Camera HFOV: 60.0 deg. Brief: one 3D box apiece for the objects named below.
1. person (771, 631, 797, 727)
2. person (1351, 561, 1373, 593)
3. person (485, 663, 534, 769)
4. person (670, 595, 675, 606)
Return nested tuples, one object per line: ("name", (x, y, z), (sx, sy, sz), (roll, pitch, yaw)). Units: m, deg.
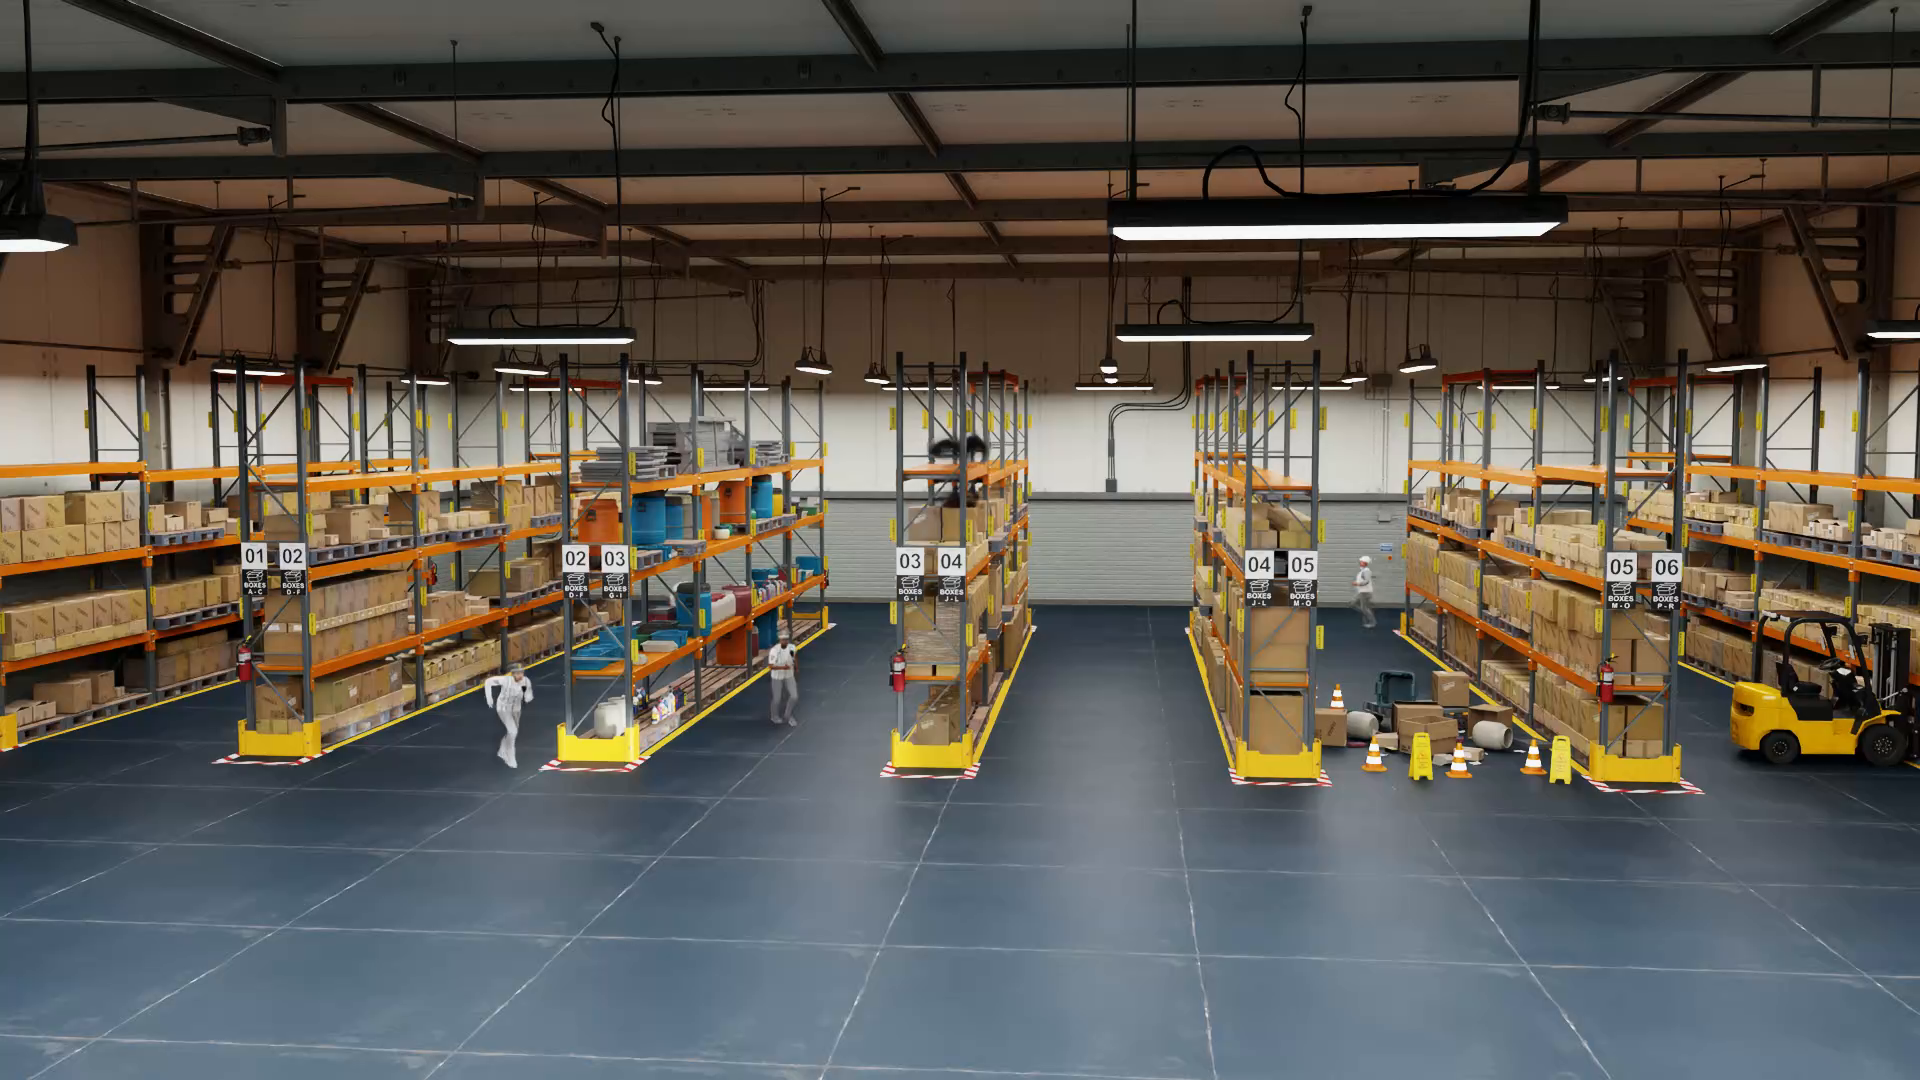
("person", (-2.930, 2.257, 27.373), (0.410, 1.617, 0.732), (-2, 4, -23))
("person", (9.745, 0.860, 40.386), (0.535, 0.854, 0.517), (1, 4, 8))
("person", (-6.547, 2.531, 24.100), (0.661, 1.579, 0.926), (-3, 5, -37))
("person", (-5.948, 1.787, 35.449), (0.579, 1.425, 1.054), (1, 4, 13))
